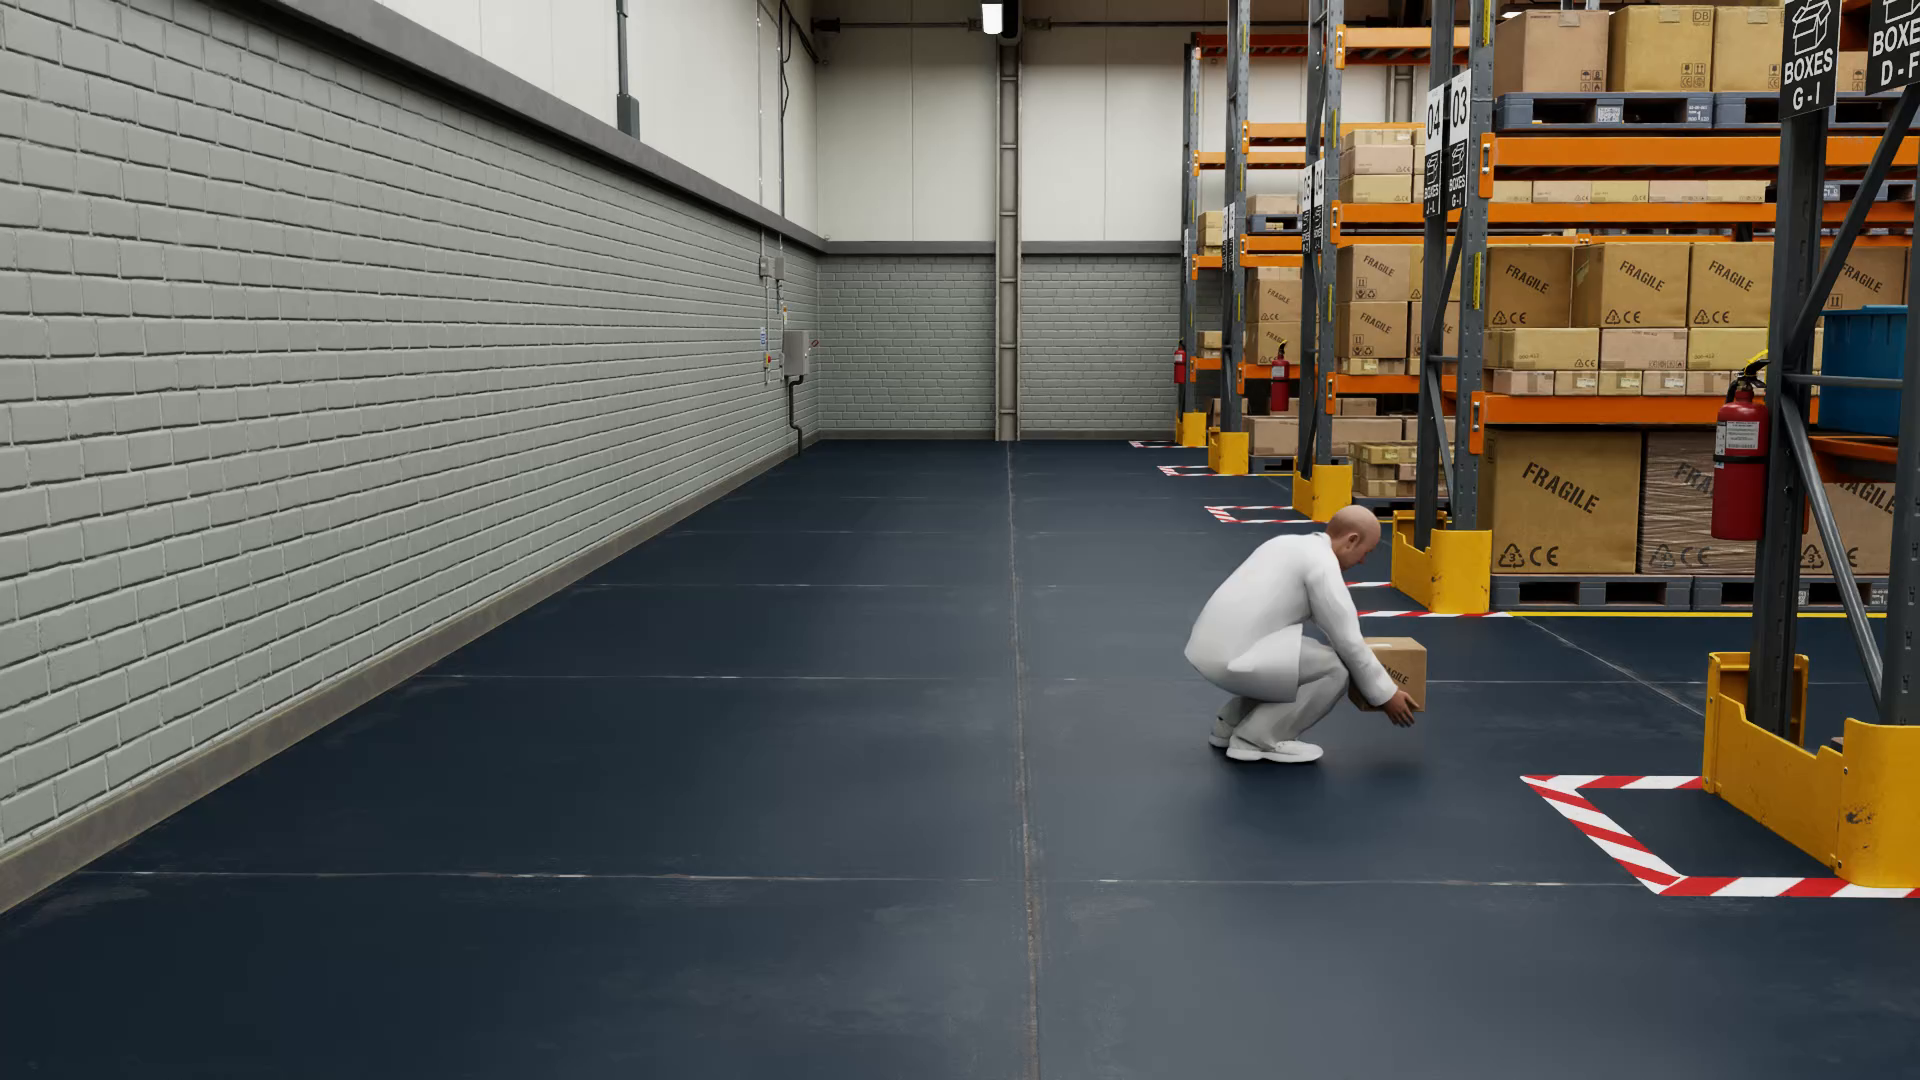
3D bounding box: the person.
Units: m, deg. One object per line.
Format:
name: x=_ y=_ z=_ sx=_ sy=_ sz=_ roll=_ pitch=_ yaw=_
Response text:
person: x=1.342 y=0.362 z=6.599 sx=0.896 sy=0.998 sz=0.595 roll=0 pitch=7 yaw=1
